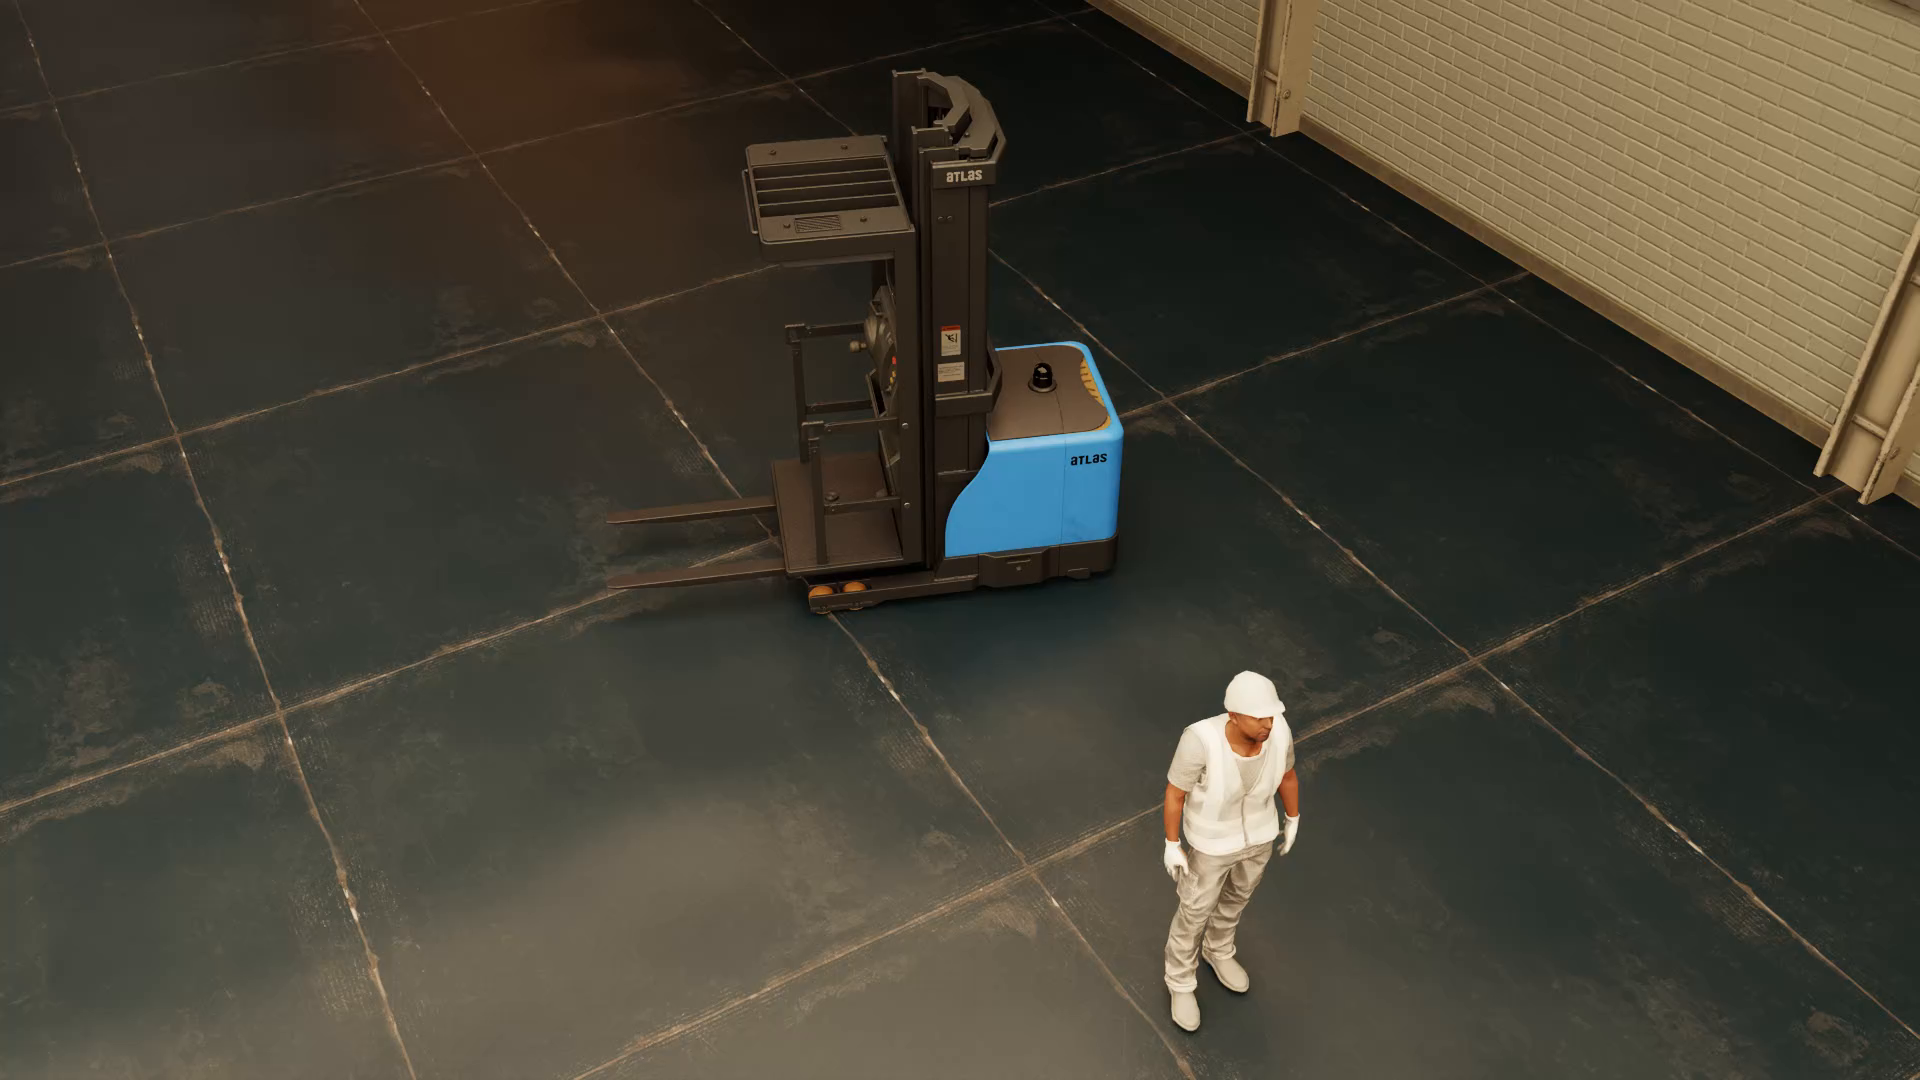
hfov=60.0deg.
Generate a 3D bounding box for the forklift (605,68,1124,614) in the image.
[{"bbox_3d":[-0.620,-1.059,9.313,3.031,2.935,1.130,-6,40,-8],"label":"forklift"}]

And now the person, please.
[{"bbox_3d":[1.215,1.345,7.303,0.656,1.784,0.575,-13,41,-15],"label":"person"}]
